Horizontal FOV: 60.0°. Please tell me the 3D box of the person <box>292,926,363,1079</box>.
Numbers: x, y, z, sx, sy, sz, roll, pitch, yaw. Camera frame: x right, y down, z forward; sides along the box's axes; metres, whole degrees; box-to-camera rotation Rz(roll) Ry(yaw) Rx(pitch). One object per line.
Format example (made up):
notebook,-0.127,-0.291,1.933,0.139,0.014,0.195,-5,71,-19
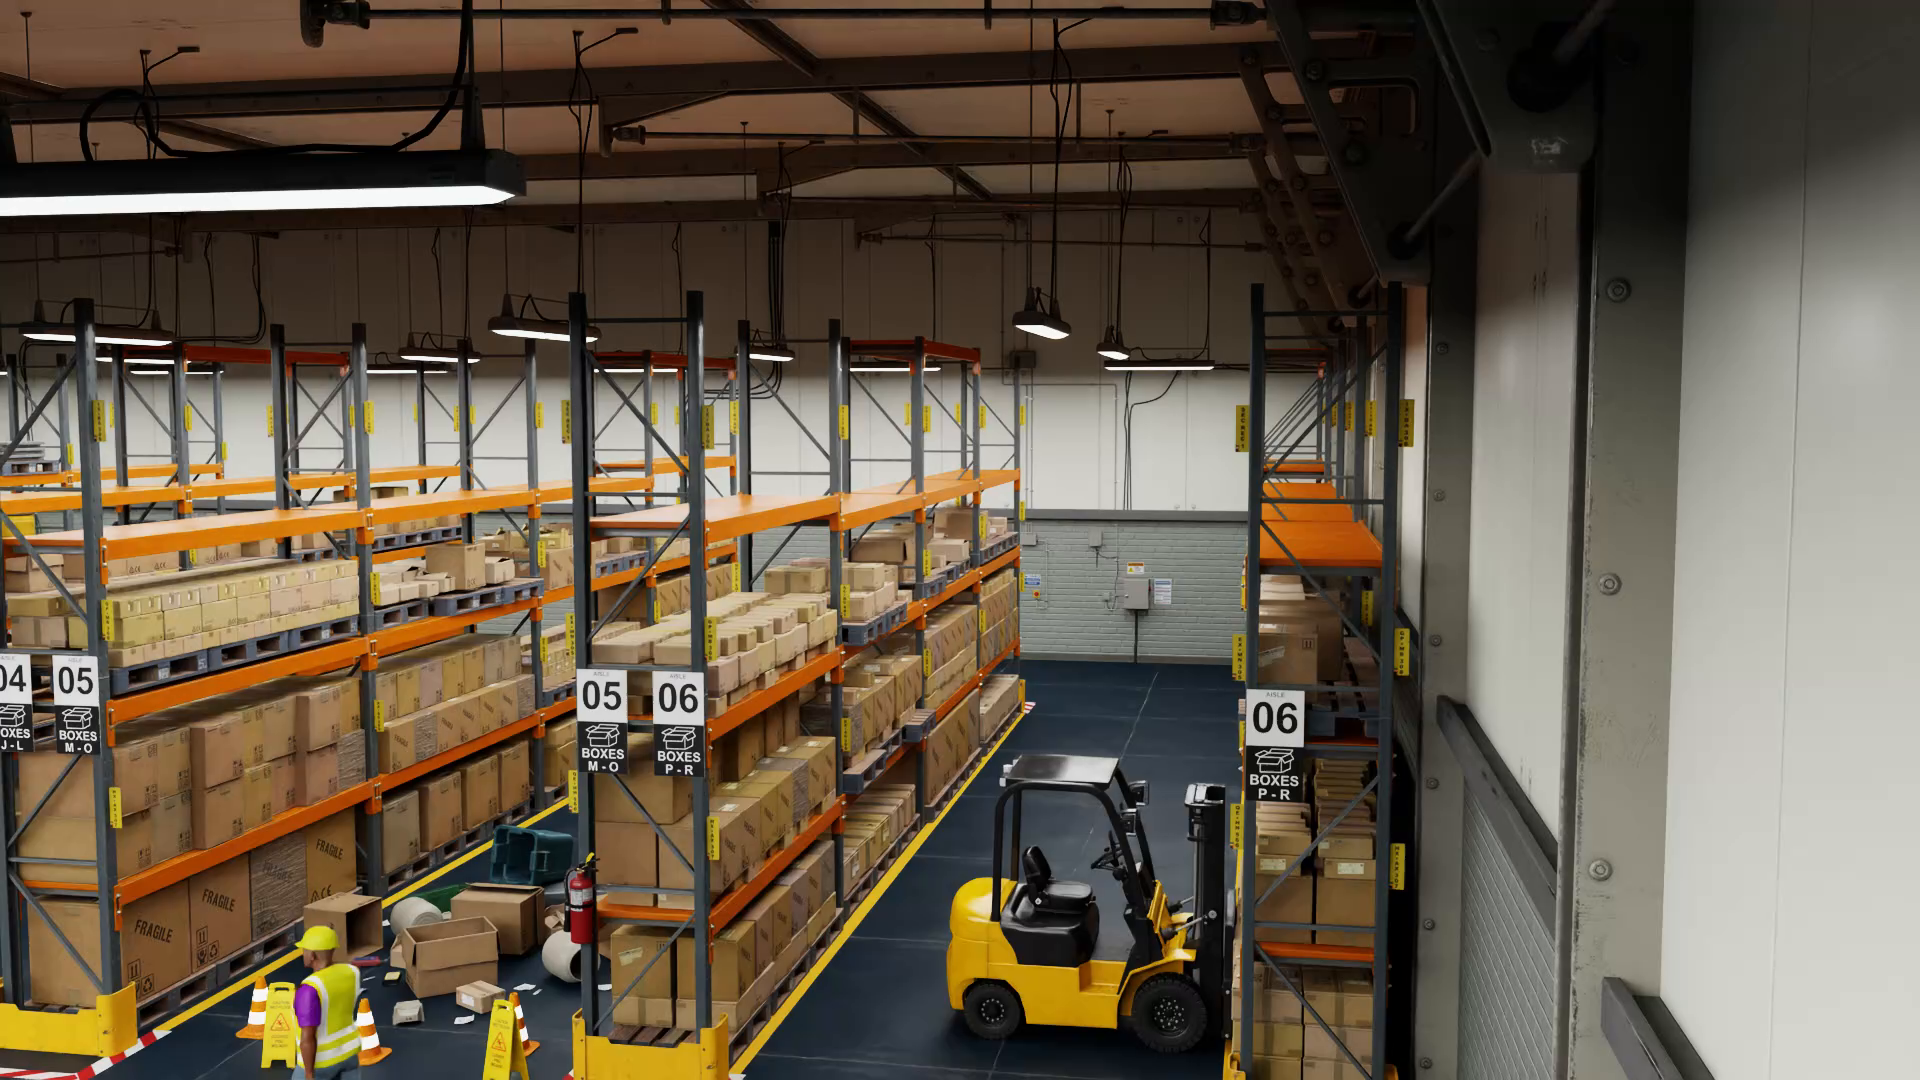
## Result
person,-4.258,3.394,11.013,1.019,1.709,0.579,2,5,27
